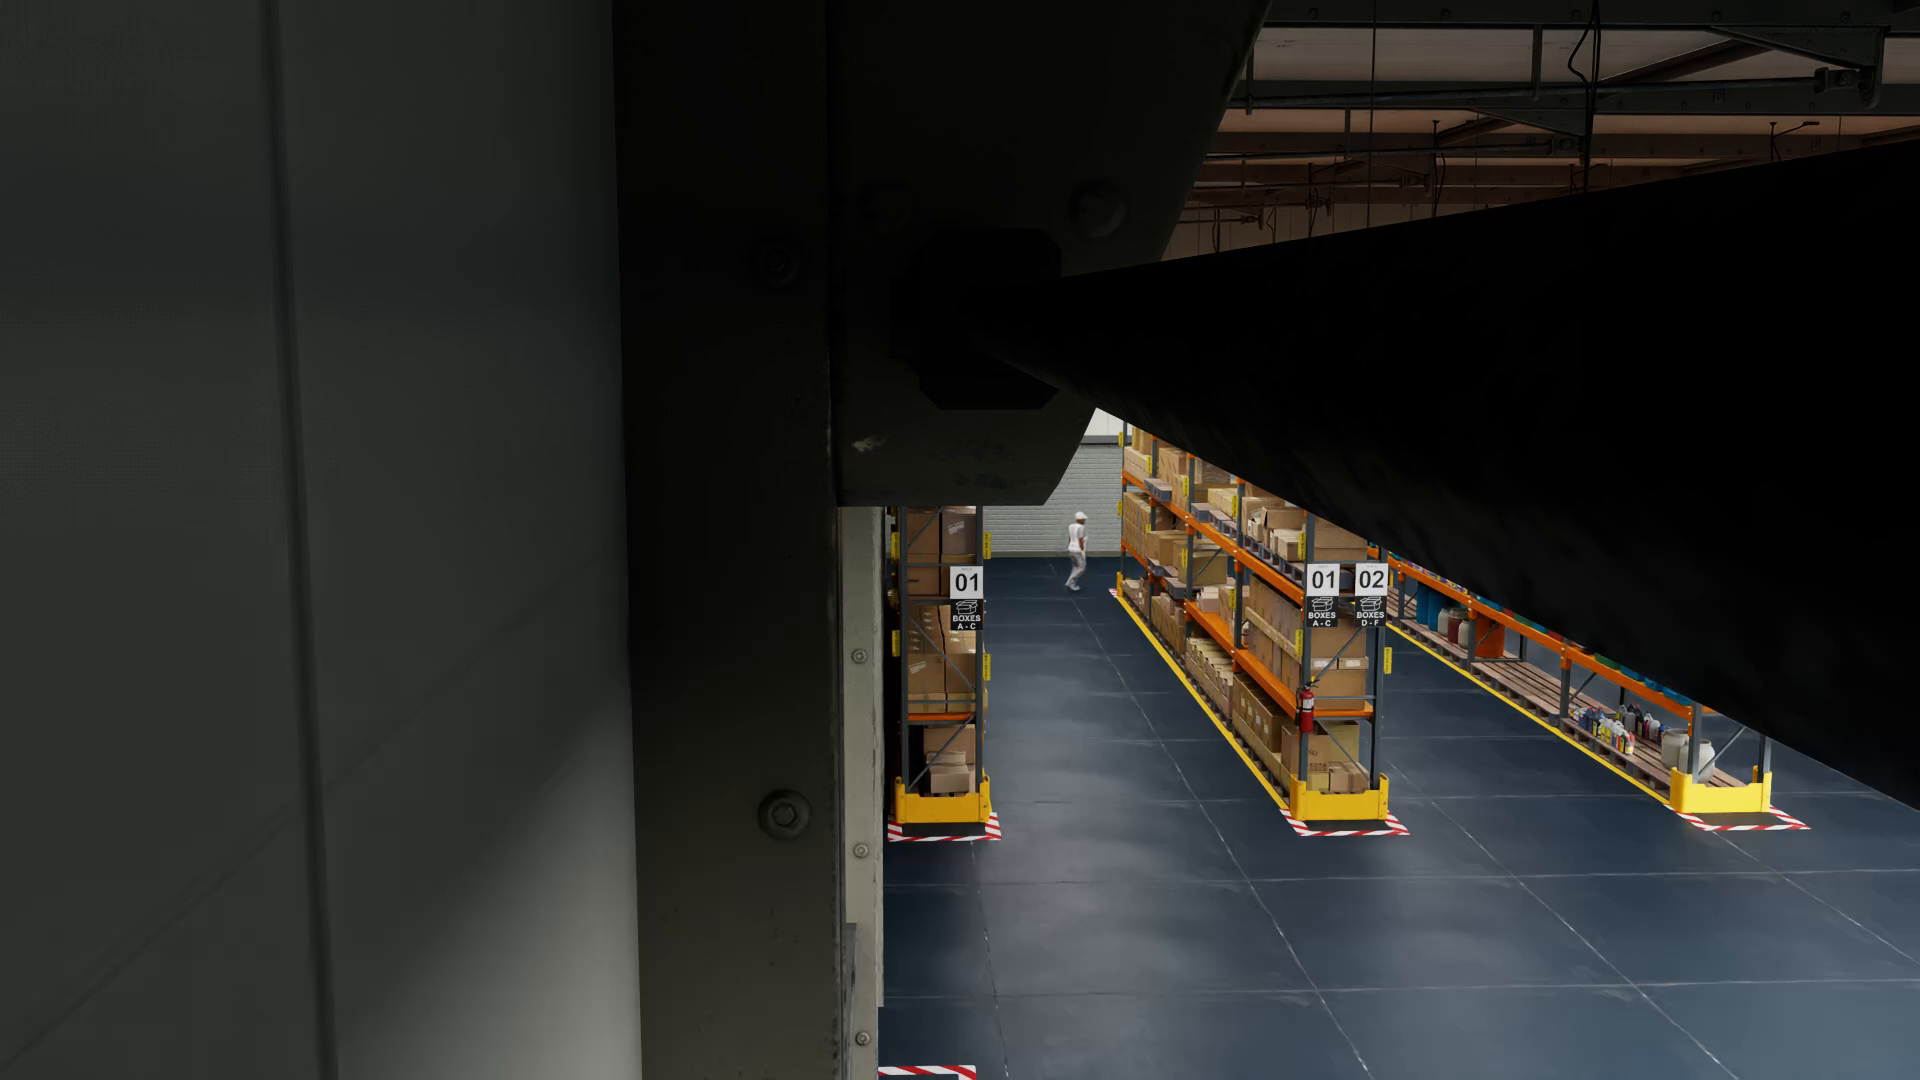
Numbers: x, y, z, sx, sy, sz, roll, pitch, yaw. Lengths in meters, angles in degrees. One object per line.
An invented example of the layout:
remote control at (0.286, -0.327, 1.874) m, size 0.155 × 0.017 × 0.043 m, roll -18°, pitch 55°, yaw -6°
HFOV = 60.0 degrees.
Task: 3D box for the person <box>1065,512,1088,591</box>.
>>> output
person at (2.555, 0.260, 37.054) m, size 0.588 × 1.775 × 0.584 m, roll -4°, pitch 9°, yaw -24°
